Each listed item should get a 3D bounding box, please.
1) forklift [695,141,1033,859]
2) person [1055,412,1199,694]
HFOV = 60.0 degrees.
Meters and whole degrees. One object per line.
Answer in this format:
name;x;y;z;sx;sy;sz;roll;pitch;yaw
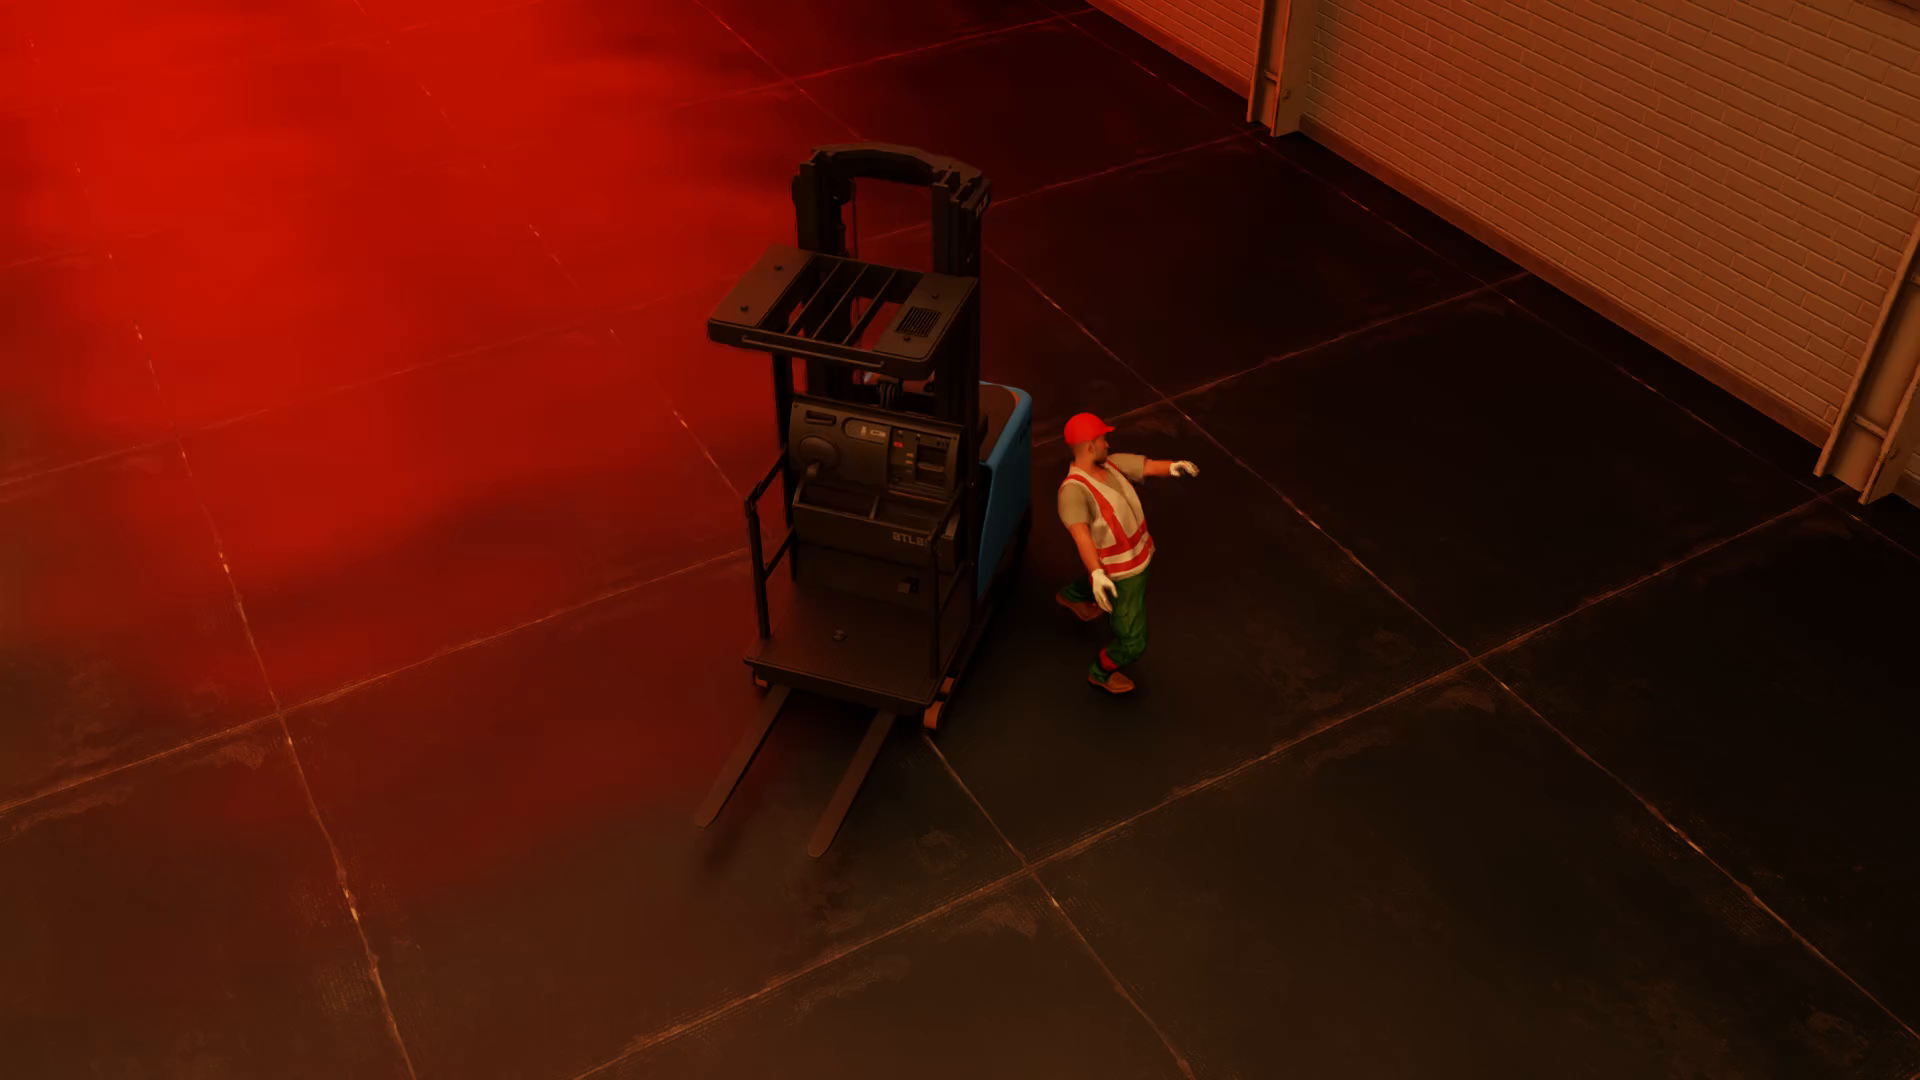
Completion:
forklift;-0.518;-0.387;8.502;1.130;2.935;3.031;12;41;14
person;0.809;0.187;8.872;0.775;1.535;1.044;10;41;12
